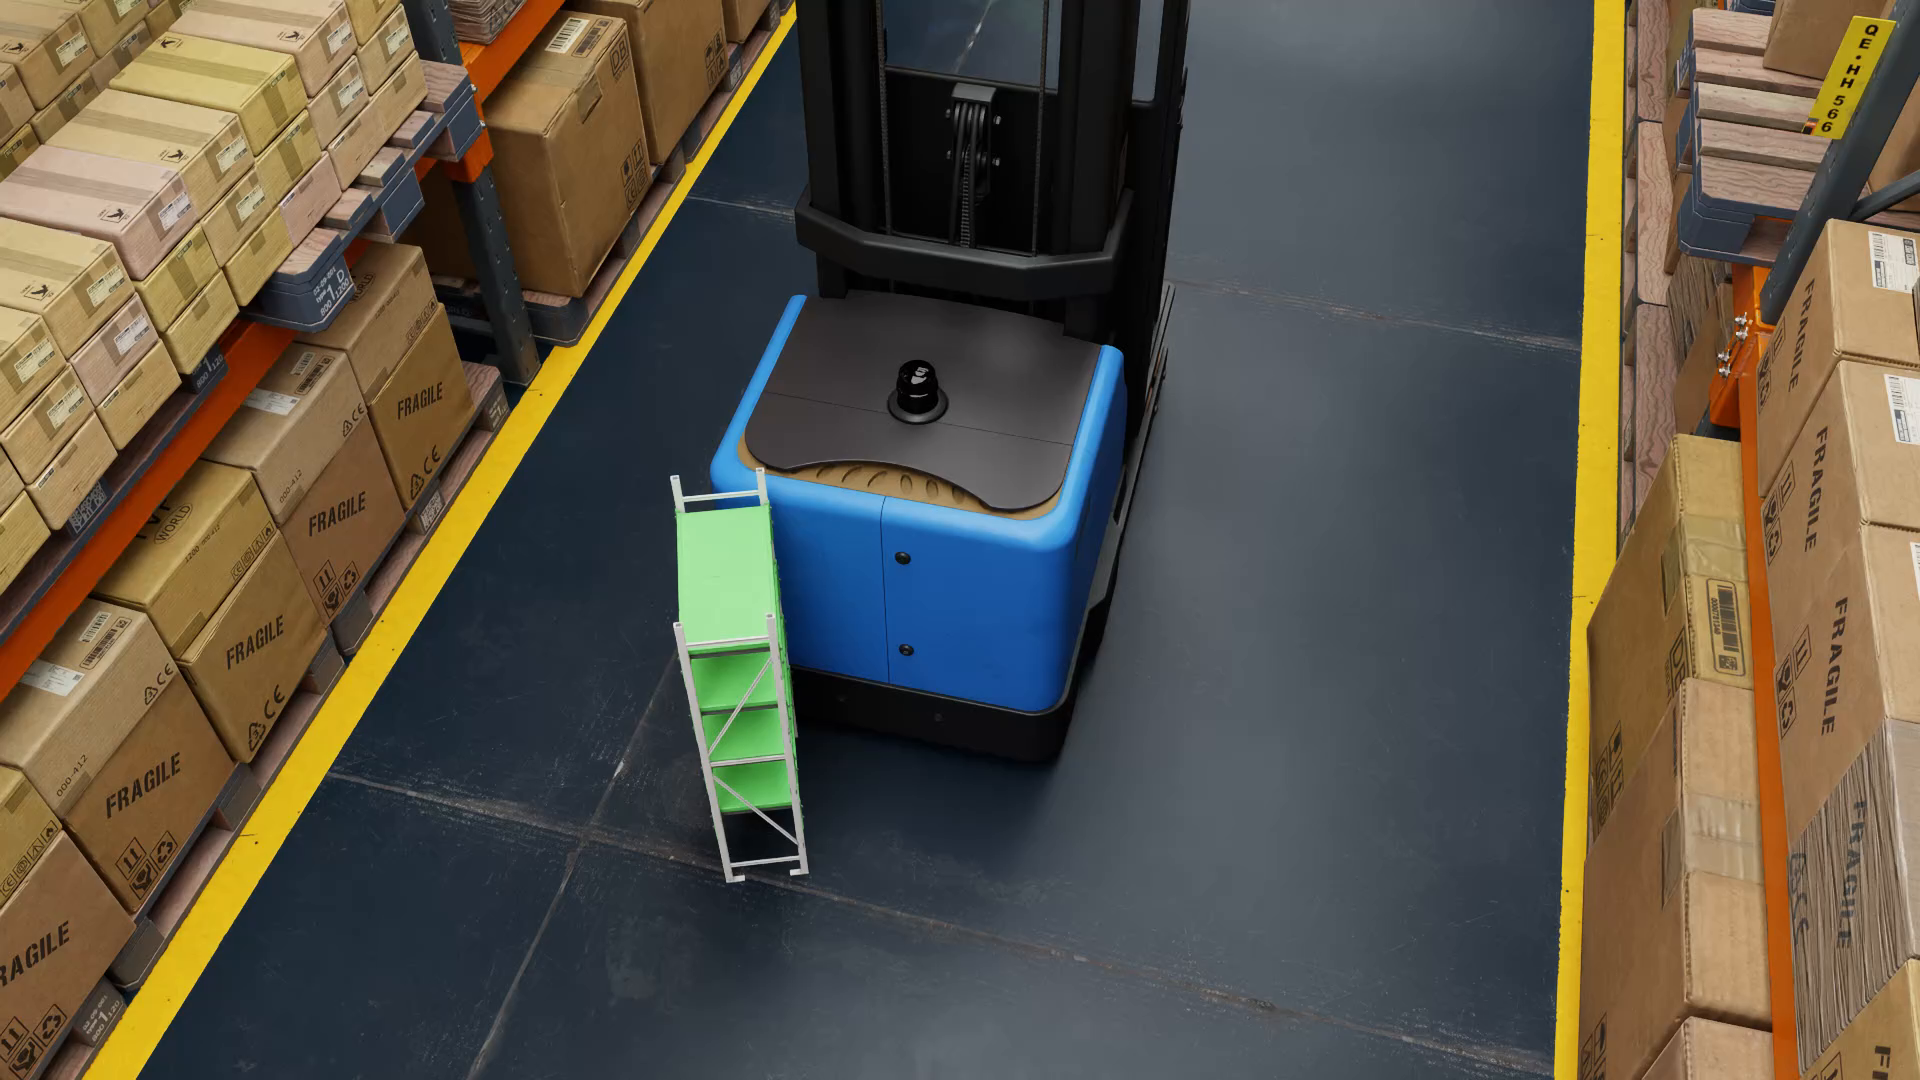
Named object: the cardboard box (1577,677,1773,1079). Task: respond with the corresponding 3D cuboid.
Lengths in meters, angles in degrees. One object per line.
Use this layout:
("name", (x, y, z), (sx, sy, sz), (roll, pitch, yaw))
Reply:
("cardboard box", (2.225, 1.050, 3.960), (1.225, 0.875, 0.875), (12, 50, 10))

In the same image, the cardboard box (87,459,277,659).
("cardboard box", (-2.288, 0.014, 4.624), (0.500, 0.250, 0.500), (13, 50, 11))

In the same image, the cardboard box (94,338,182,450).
("cardboard box", (-2.119, -0.386, 3.978), (0.380, 0.149, 0.250), (13, 50, 11))

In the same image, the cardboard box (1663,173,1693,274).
("cardboard box", (3.102, -1.275, 6.248), (0.700, 0.500, 0.500), (15, 50, 13))

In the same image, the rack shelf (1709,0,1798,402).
("rack shelf", (3.195, -1.861, 5.872), (1.077, 0.370, 4.000), (12, 50, 10))

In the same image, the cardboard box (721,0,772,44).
("cardboard box", (-1.371, -2.829, 7.466), (1.050, 0.750, 0.750), (12, 50, 10))

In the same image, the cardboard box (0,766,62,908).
("cardboard box", (-2.555, 0.761, 3.965), (0.500, 0.250, 0.500), (13, 50, 11))

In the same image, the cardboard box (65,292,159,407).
("cardboard box", (-2.118, -0.478, 3.860), (0.380, 0.149, 0.250), (13, 50, 11))

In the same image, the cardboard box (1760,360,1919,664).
("cardboard box", (2.145, -0.014, 3.695), (0.500, 0.500, 0.500), (10, 49, 9))

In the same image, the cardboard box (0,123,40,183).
("cardboard box", (-2.613, -0.976, 4.300), (0.380, 0.149, 0.250), (12, 50, 10))

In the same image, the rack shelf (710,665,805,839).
("rack shelf", (-0.596, 0.609, 4.818), (0.258, 0.148, 0.480), (-6, 49, -5))

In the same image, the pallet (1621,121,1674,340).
("pallet", (3.199, -1.175, 6.646), (1.003, 0.211, 1.213), (12, 50, 10))

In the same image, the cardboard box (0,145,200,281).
("cardboard box", (-2.049, -0.775, 3.924), (0.380, 0.149, 0.250), (12, 50, 10))

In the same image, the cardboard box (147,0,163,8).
("cardboard box", (-2.399, -1.658, 4.703), (0.380, 0.149, 0.250), (12, 50, 10))

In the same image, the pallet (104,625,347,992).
("pallet", (-2.620, 0.663, 5.024), (1.003, 0.211, 1.213), (12, 50, 10))

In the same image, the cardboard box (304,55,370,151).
("cardboard box", (-1.849, -1.218, 4.514), (0.380, 0.149, 0.250), (13, 50, 11))

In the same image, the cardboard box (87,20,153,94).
("cardboard box", (-2.480, -1.352, 4.632), (0.380, 0.149, 0.250), (14, 50, 12))

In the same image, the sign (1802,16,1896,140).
("sign", (2.143, -1.110, 4.009), (0.100, 0.325, 0.005), (12, 50, 10))

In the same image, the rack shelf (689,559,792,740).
("rack shelf", (-0.596, 0.291, 4.458), (0.258, 0.148, 0.480), (-6, 49, -5))

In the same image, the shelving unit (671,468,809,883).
("shelving unit", (-0.596, 0.408, 4.590), (0.258, 1.200, 0.503), (-6, 49, -5))

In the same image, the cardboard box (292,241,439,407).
("cardboard box", (-2.017, -0.718, 5.270), (0.500, 0.250, 0.500), (11, 49, 9))

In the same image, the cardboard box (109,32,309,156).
("cardboard box", (-1.914, -1.142, 4.248), (0.380, 0.149, 0.250), (13, 50, 11))

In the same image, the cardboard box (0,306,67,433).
("cardboard box", (-2.188, -0.389, 3.584), (0.380, 0.149, 0.250), (13, 50, 11))

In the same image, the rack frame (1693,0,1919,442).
("rack frame", (2.669, -0.653, 4.325), (1.000, 3.000, 0.127), (12, 50, 10))

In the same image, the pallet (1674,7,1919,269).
("pallet", (2.754, -1.126, 4.871), (1.213, 0.211, 1.003), (12, 50, 10))

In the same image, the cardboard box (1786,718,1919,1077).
("cardboard box", (1.880, 0.718, 3.049), (0.500, 0.500, 0.500), (12, 50, 10))

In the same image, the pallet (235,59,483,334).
("pallet", (-2.174, -1.105, 4.852), (1.213, 0.211, 1.003), (12, 50, 10))

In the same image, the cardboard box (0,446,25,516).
("cardboard box", (-2.255, -0.110, 3.535), (0.380, 0.149, 0.250), (11, 49, 9))

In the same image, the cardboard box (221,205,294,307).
("cardboard box", (-1.980, -0.768, 4.315), (0.380, 0.149, 0.250), (11, 49, 10))

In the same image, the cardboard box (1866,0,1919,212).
("cardboard box", (2.772, -1.223, 4.482), (0.500, 0.500, 0.500), (6, 49, 5))

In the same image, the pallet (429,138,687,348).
("pallet", (-1.809, -1.337, 6.789), (1.003, 0.211, 1.213), (12, 50, 10))

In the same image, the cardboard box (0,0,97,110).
("cardboard box", (-2.535, -1.290, 4.378), (0.380, 0.149, 0.250), (11, 50, 10))

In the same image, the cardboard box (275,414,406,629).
("cardboard box", (-2.151, -0.114, 5.237), (0.500, 0.500, 0.500), (13, 50, 12))

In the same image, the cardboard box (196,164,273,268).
("cardboard box", (-1.982, -0.847, 4.186), (0.380, 0.149, 0.250), (12, 50, 10))

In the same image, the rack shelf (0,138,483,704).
("rack shelf", (-2.616, -0.020, 4.247), (1.077, 0.370, 4.000), (12, 50, 10))

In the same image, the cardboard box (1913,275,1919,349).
("cardboard box", (2.461, -0.492, 3.448), (0.797, 0.503, 0.637), (13, 50, 11))

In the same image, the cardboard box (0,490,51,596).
("cardboard box", (-2.257, -0.007, 3.643), (0.380, 0.149, 0.250), (11, 49, 9))

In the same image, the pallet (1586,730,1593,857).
("pallet", (2.389, 0.825, 4.881), (1.003, 0.211, 1.213), (12, 50, 10))

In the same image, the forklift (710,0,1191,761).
("forklift", (0.152, -1.428, 5.056), (1.130, 2.935, 3.031), (11, 49, 9))

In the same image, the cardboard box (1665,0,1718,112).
("cardboard box", (3.396, -2.083, 6.962), (0.700, 0.500, 0.500), (11, 50, 10))

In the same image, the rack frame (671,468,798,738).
("rack frame", (-0.627, 0.226, 4.750), (0.240, 1.200, 0.015), (-6, 49, -5))

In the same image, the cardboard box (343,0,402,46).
("cardboard box", (-1.776, -1.512, 4.575), (0.380, 0.149, 0.250), (10, 49, 9))

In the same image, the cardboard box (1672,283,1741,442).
("cardboard box", (2.826, -0.460, 5.529), (0.700, 0.500, 0.500), (9, 49, 8))

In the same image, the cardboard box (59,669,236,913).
("cardboard box", (-2.430, 0.630, 4.580), (0.500, 0.500, 0.500), (12, 50, 11))

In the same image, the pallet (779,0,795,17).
("pallet", (-1.167, -3.102, 8.347), (1.003, 0.211, 1.213), (12, 50, 10))

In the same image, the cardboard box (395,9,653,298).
("cardboard box", (-1.843, -1.522, 6.313), (1.050, 0.750, 0.750), (11, 49, 10))

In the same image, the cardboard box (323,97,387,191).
("cardboard box", (-1.843, -1.134, 4.637), (0.380, 0.149, 0.250), (11, 50, 10))
